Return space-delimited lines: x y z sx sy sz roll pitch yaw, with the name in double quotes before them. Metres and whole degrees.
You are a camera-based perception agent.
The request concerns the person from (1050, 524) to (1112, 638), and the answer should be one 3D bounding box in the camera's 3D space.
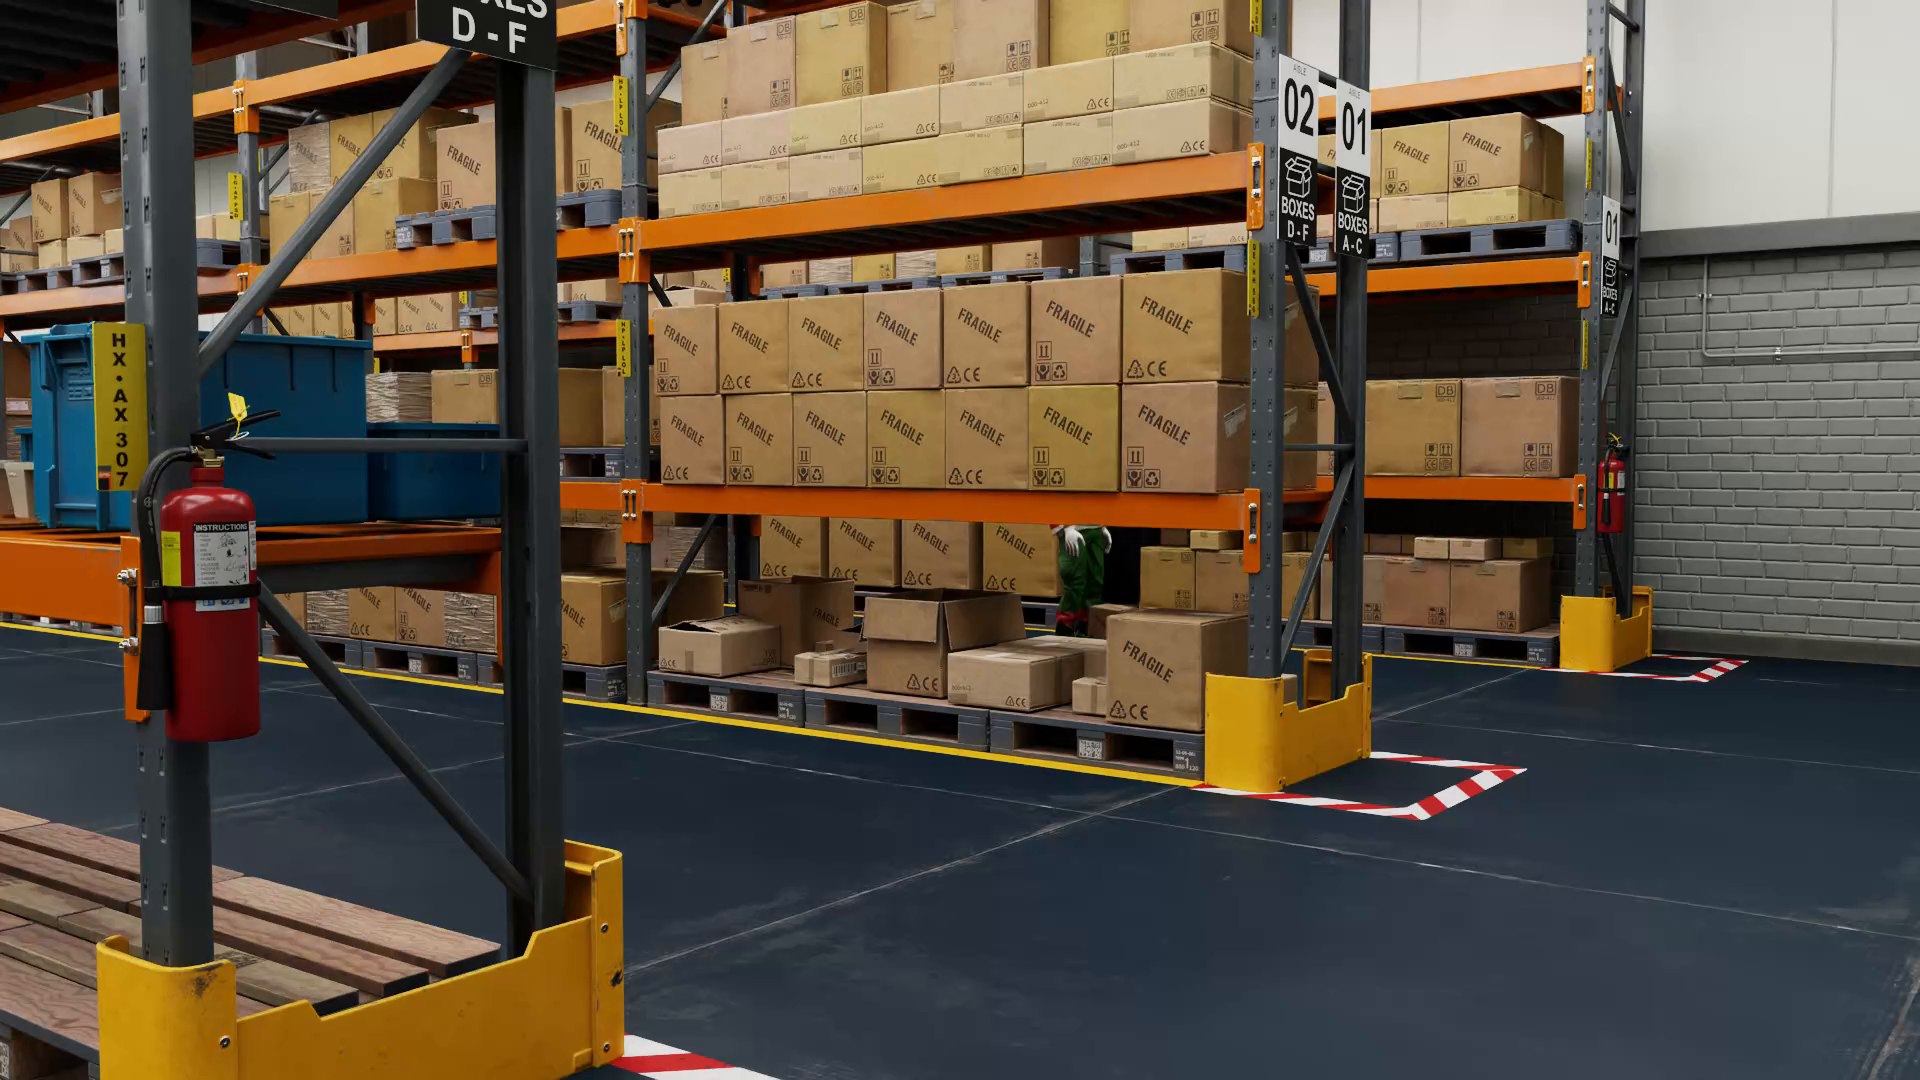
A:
"person" 0.875 -0.037 11.873 0.435 1.781 0.568 2 4 34
